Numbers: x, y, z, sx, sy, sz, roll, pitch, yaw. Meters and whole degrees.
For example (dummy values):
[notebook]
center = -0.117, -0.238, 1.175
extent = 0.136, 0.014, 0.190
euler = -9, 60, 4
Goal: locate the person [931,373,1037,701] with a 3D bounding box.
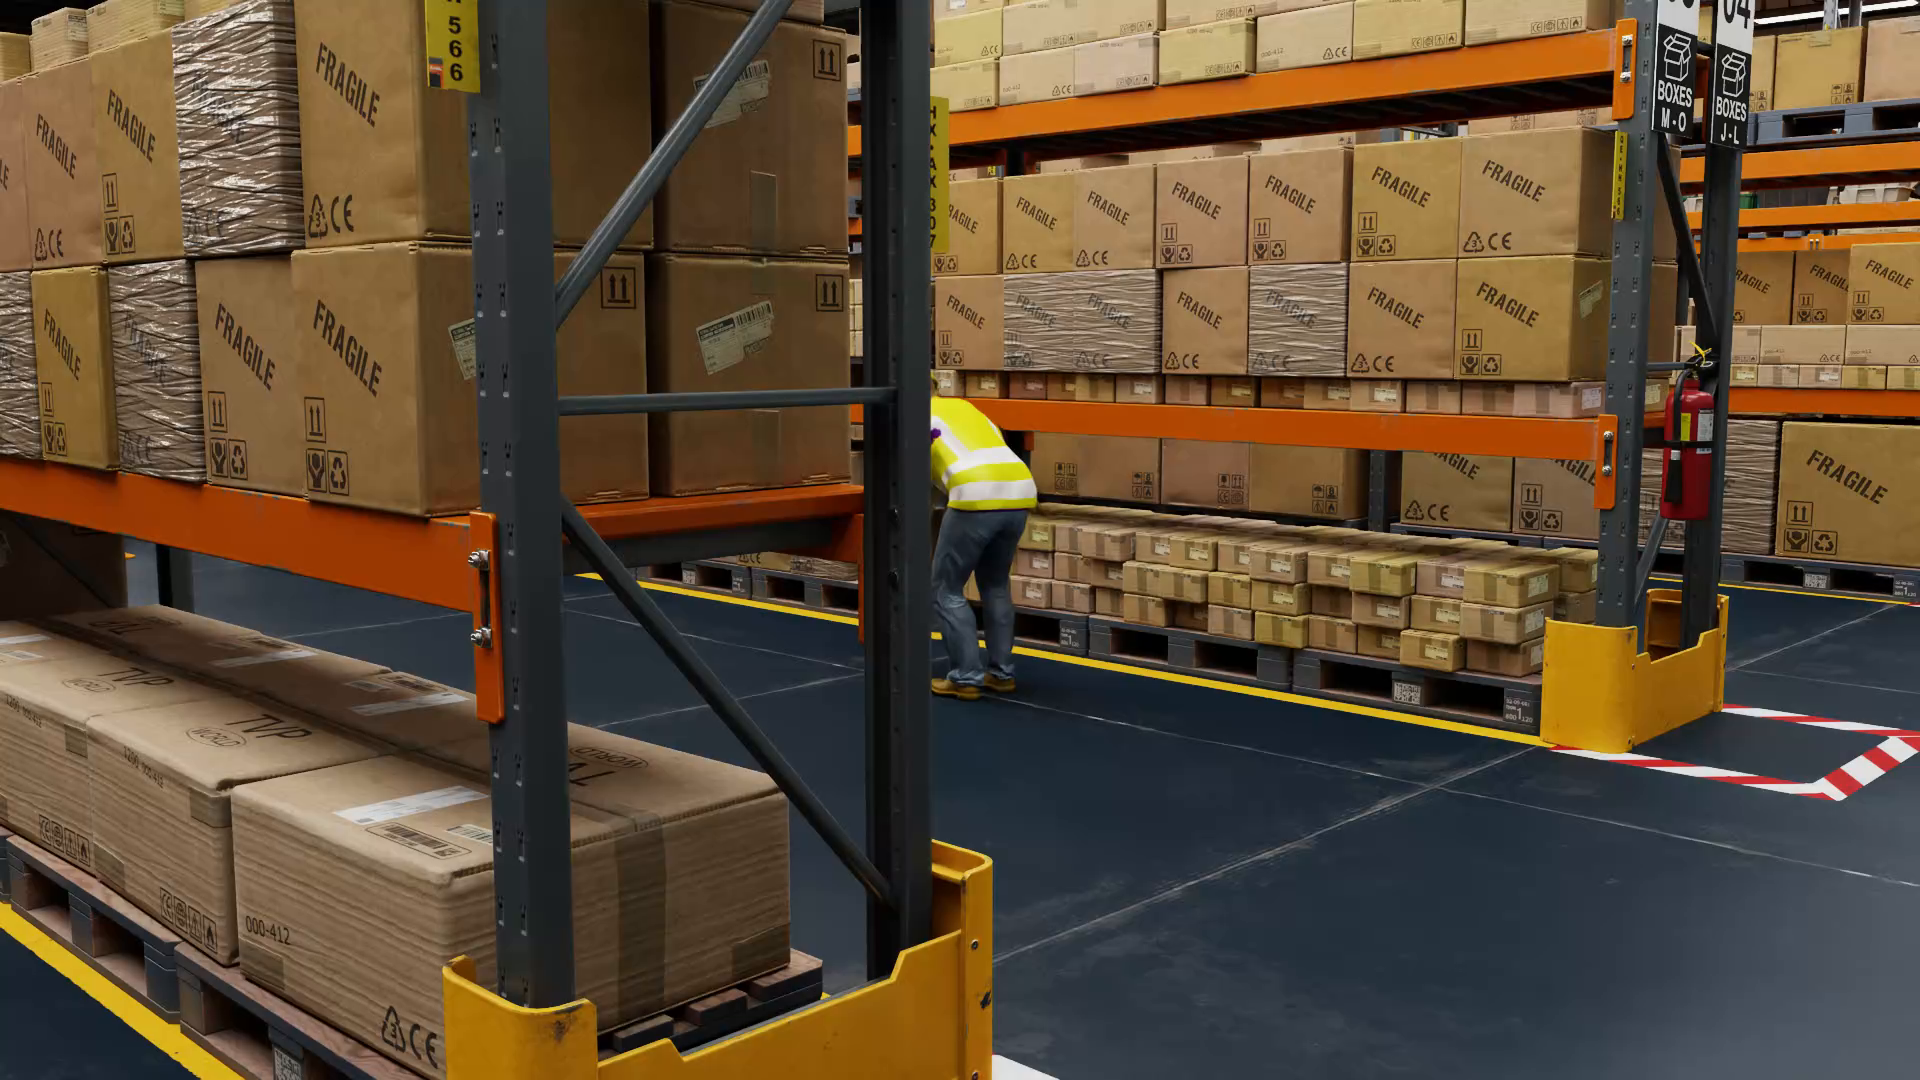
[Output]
[person]
center = -0.028, -0.055, 7.704
extent = 0.487, 1.497, 0.832
euler = -6, 9, -38
